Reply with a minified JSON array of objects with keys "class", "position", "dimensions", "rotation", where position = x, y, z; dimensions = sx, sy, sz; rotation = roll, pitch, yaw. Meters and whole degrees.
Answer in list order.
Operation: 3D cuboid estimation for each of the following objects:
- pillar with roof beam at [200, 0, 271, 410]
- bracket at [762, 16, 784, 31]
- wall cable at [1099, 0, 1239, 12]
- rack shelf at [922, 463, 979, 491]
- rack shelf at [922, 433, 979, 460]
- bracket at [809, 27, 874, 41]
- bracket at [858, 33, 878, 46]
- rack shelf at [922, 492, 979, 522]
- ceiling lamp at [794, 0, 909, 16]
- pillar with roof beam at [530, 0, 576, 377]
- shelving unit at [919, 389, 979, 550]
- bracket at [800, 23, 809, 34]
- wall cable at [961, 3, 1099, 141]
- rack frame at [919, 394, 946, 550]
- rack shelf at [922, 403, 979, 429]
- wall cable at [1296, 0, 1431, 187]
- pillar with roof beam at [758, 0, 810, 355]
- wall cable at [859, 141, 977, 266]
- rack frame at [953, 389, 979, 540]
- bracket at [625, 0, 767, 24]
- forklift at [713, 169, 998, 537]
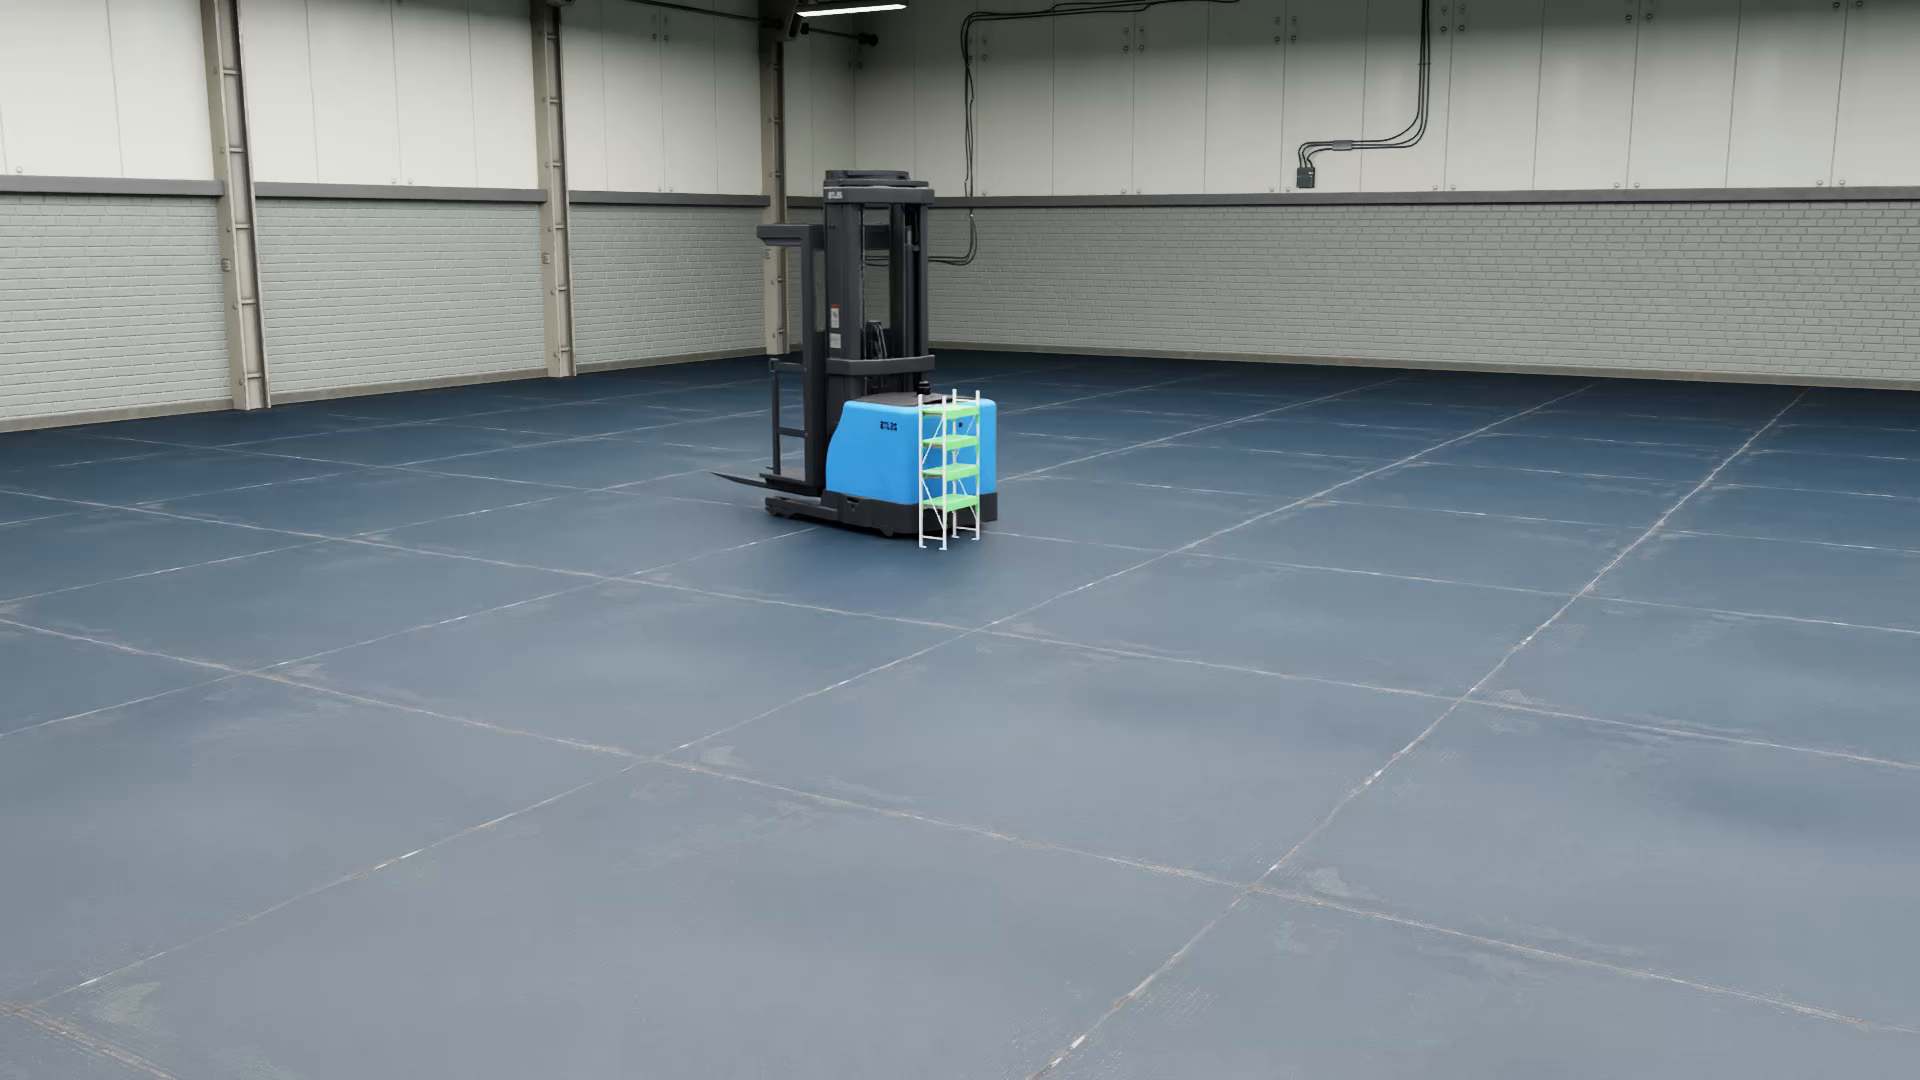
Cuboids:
[{"class":"pillar with roof beam","position":[-6.203,-5.854,20.186],"dimensions":[9.100,9.000,0.400],"rotation":[6,12,31]},{"class":"bracket","position":[-3.564,-9.823,31.603],"dimensions":[0.235,0.232,0.430],"rotation":[6,12,31]},{"class":"wall cable","position":[3.964,-11.128,30.706],"dimensions":[3.097,2.526,0.112],"rotation":[6,12,31]},{"class":"rack shelf","position":[-0.083,-0.500,13.127],"dimensions":[0.258,0.148,0.480],"rotation":[7,13,32]},{"class":"rack shelf","position":[-0.083,-0.736,13.082],"dimensions":[0.258,0.148,0.480],"rotation":[7,13,32]},{"class":"bracket","position":[-2.210,-10.233,33.795],"dimensions":[0.076,0.066,3.189],"rotation":[6,12,31]},{"class":"bracket","position":[-1.903,-10.326,34.291],"dimensions":[0.235,0.232,0.430],"rotation":[6,12,31]},{"class":"rack shelf","position":[-0.083,-0.264,13.171],"dimensions":[0.258,0.148,0.480],"rotation":[7,13,32]},{"class":"ceiling lamp","position":[-1.599,-9.961,26.257],"dimensions":[2.000,3.185,0.800],"rotation":[6,12,31]},{"class":"pillar with roof beam","position":[-3.088,-6.798,25.226],"dimensions":[9.100,9.000,0.548],"rotation":[6,12,31]},{"class":"shelving unit","position":[-0.083,-0.563,13.115],"dimensions":[0.258,1.200,0.503],"rotation":[7,13,32]},{"class":"bracket","position":[-3.134,-9.954,32.300],"dimensions":[0.235,0.232,0.430],"rotation":[6,12,31]},{"class":"wall cable","position":[1.319,-9.188,32.704],"dimensions":[3.097,2.526,0.112],"rotation":[6,12,31]},{"class":"rack frame","position":[-0.214,-0.525,12.912],"dimensions":[0.240,1.200,0.015],"rotation":[7,13,32]},{"class":"rack shelf","position":[-0.083,-0.972,13.038],"dimensions":[0.258,0.148,0.480],"rotation":[7,13,32]},{"class":"wall cable","position":[7.113,-9.252,29.093],"dimensions":[2.305,6.003,0.169],"rotation":[6,12,31]},{"class":"pillar with roof beam","position":[0.027,-7.742,30.267],"dimensions":[9.100,9.000,0.548],"rotation":[6,12,31]},{"class":"wall cable","position":[-0.993,-6.964,34.549],"dimensions":[3.097,2.526,0.112],"rotation":[6,12,31]},{"class":"rack frame","position":[0.048,-0.601,13.317],"dimensions":[0.240,1.200,0.015],"rotation":[7,13,32]},{"class":"bracket","position":[-4.902,-9.418,29.438],"dimensions":[0.076,0.066,4.783],"rotation":[6,12,31]},{"class":"forklift","position":[-1.046,-1.681,14.383],"dimensions":[1.130,2.935,3.031],"rotation":[-9,14,-41]}]
